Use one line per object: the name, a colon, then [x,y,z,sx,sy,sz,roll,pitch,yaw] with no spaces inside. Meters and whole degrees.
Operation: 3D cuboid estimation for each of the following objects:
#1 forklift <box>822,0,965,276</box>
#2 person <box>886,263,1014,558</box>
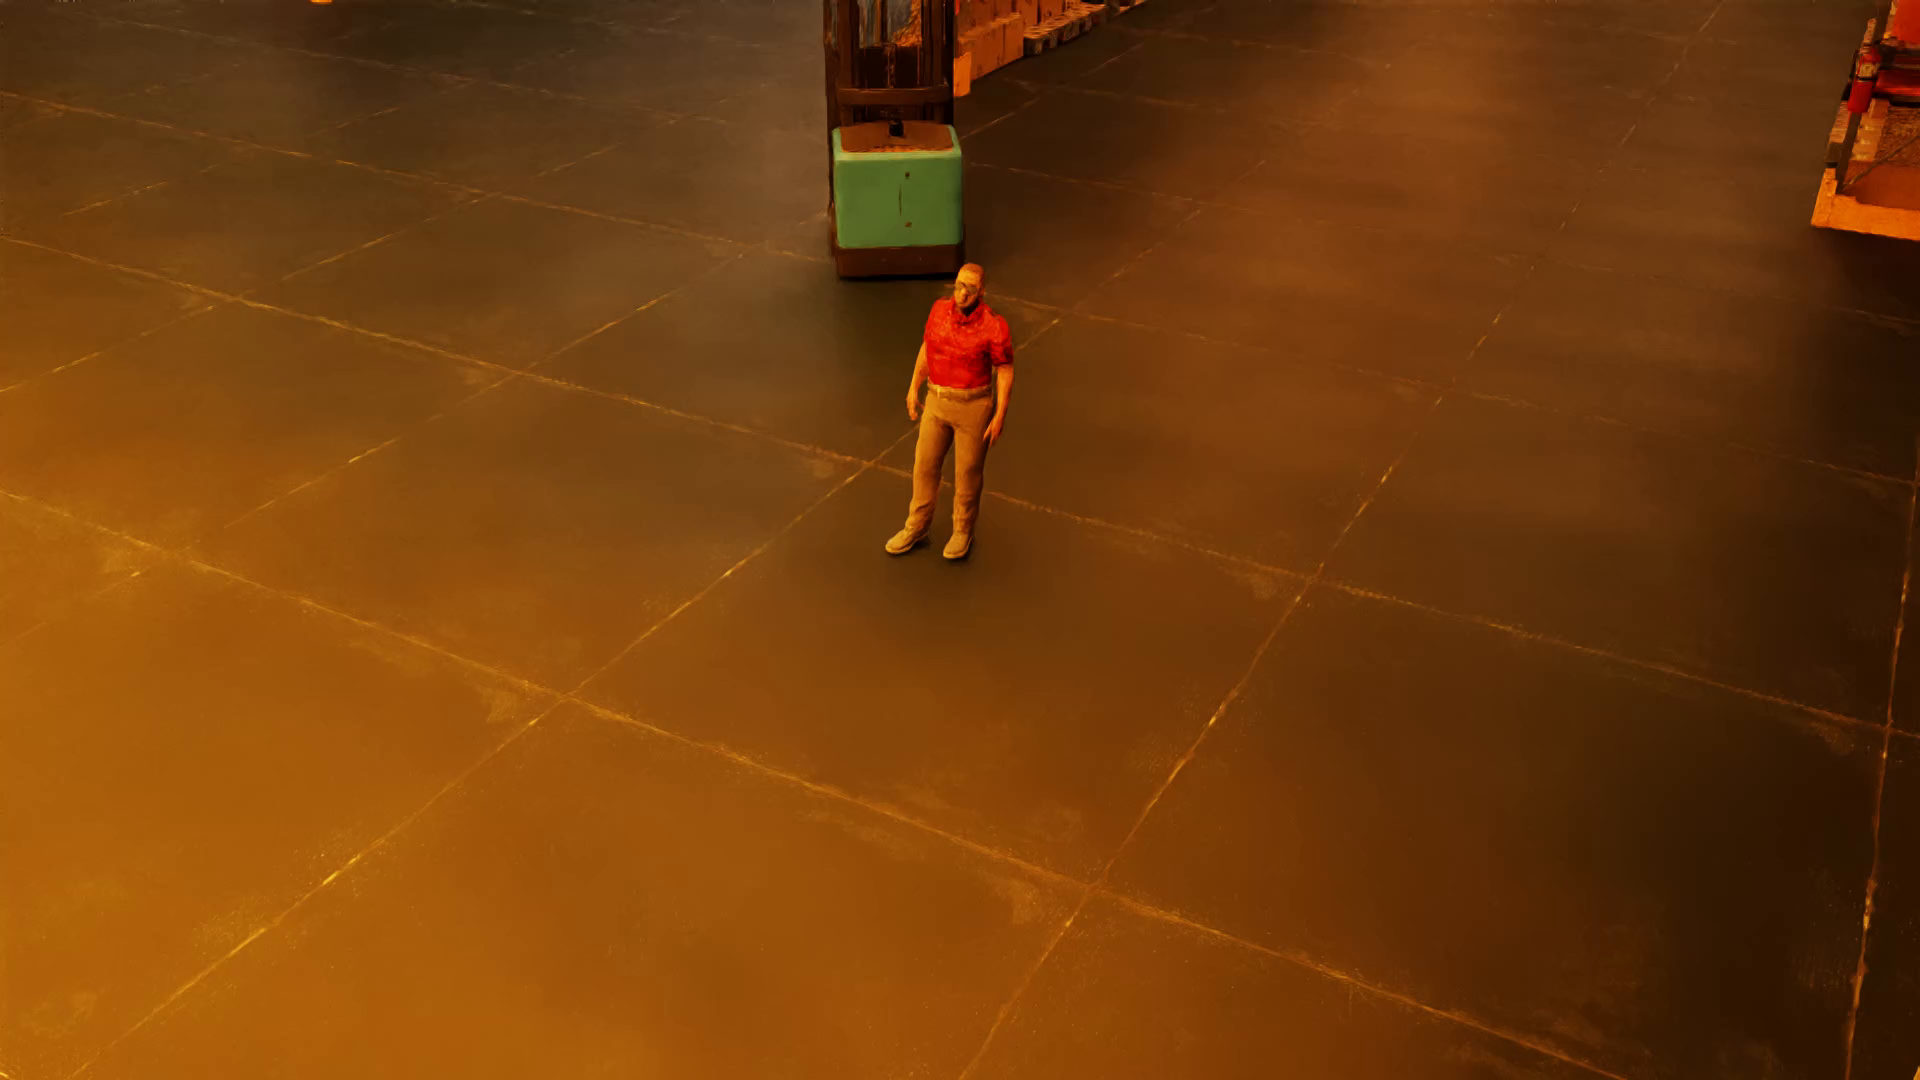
forklift: [-0.620,-4.139,14.242,1.130,2.935,3.031,-3,30,-5]
person: [-0.054,-0.718,9.504,0.640,1.726,0.550,15,33,25]
